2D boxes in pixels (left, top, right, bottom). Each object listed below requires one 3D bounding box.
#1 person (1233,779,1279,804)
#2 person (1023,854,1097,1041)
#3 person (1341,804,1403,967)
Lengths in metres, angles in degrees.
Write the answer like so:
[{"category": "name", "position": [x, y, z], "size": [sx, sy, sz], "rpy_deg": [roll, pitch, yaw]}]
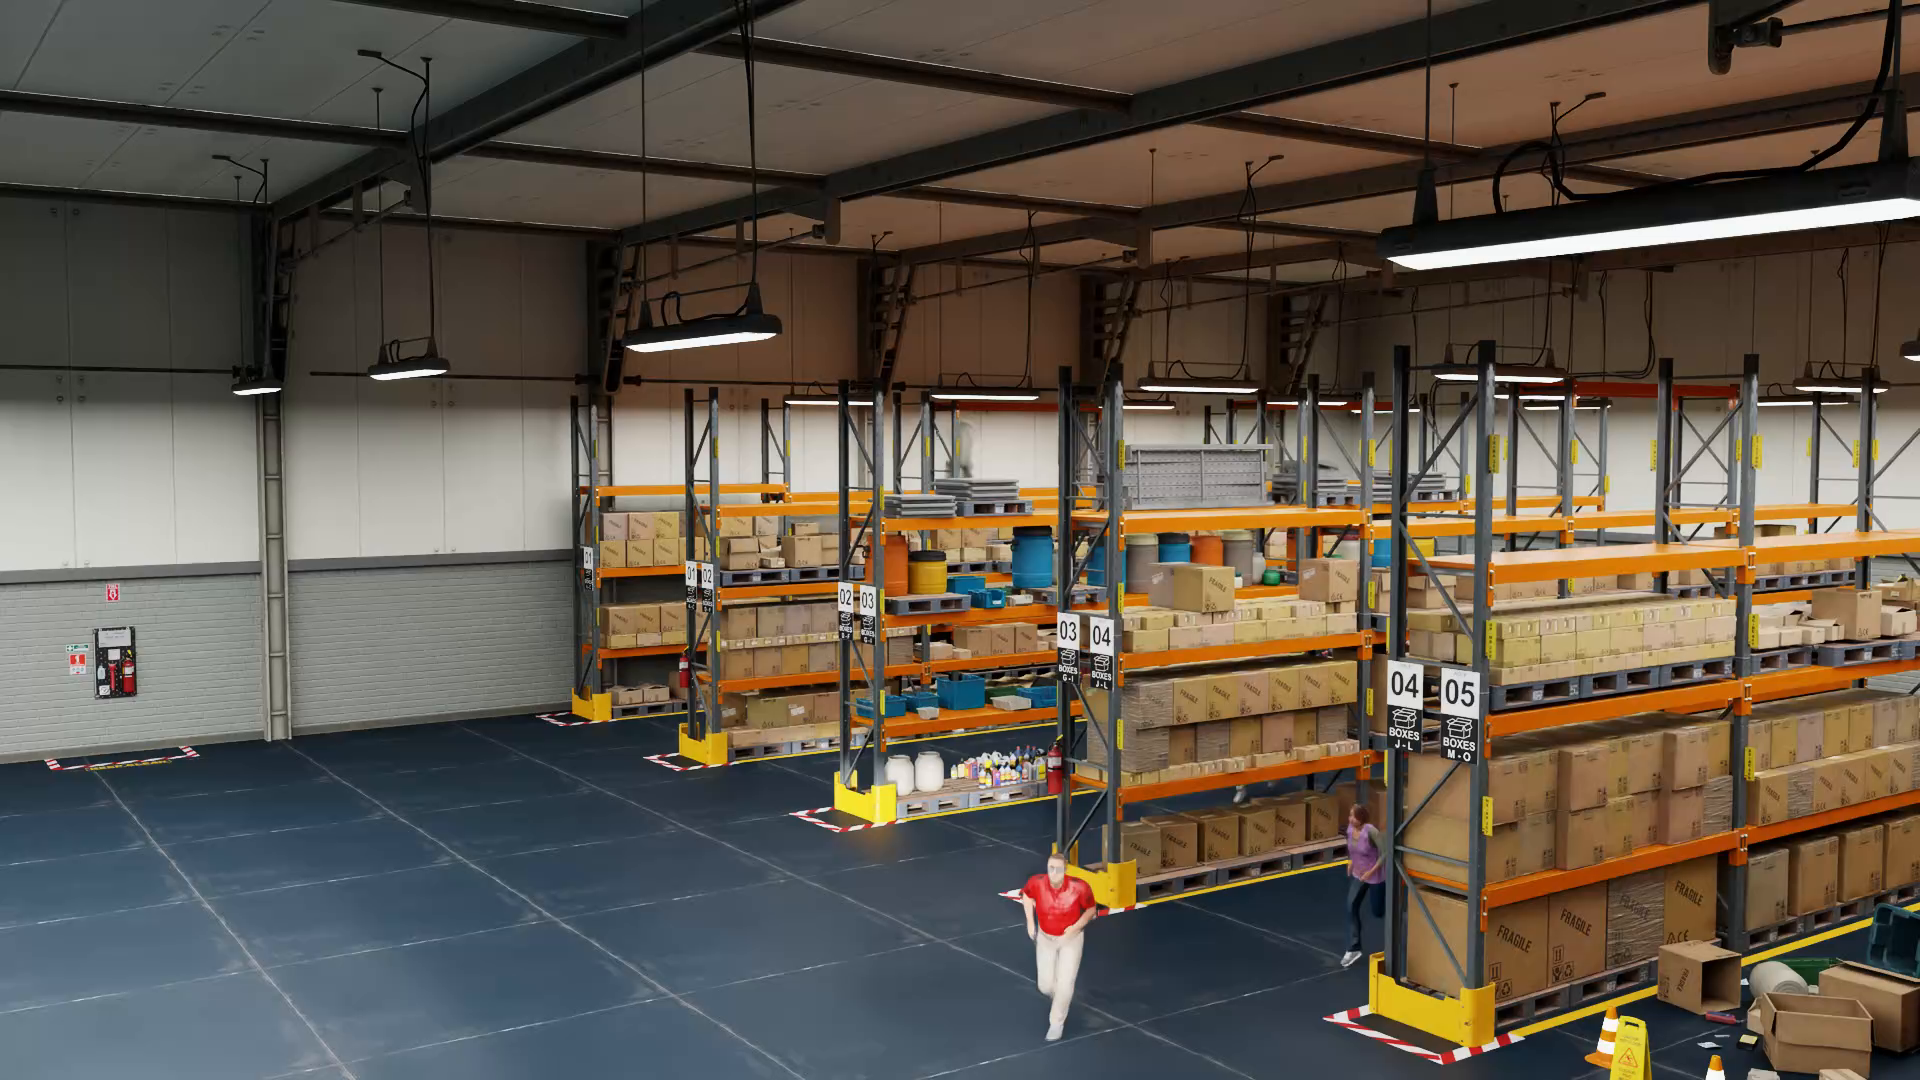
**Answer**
[{"category": "person", "position": [4.299, 2.854, 23.975], "size": [0.661, 1.776, 1.083], "rpy_deg": [3, 5, 41]}, {"category": "person", "position": [0.861, 3.490, 14.425], "size": [0.655, 1.662, 0.764], "rpy_deg": [1, 3, 8]}, {"category": "person", "position": [4.109, 3.396, 16.615], "size": [0.967, 1.575, 0.536], "rpy_deg": [-3, 5, -41]}]
